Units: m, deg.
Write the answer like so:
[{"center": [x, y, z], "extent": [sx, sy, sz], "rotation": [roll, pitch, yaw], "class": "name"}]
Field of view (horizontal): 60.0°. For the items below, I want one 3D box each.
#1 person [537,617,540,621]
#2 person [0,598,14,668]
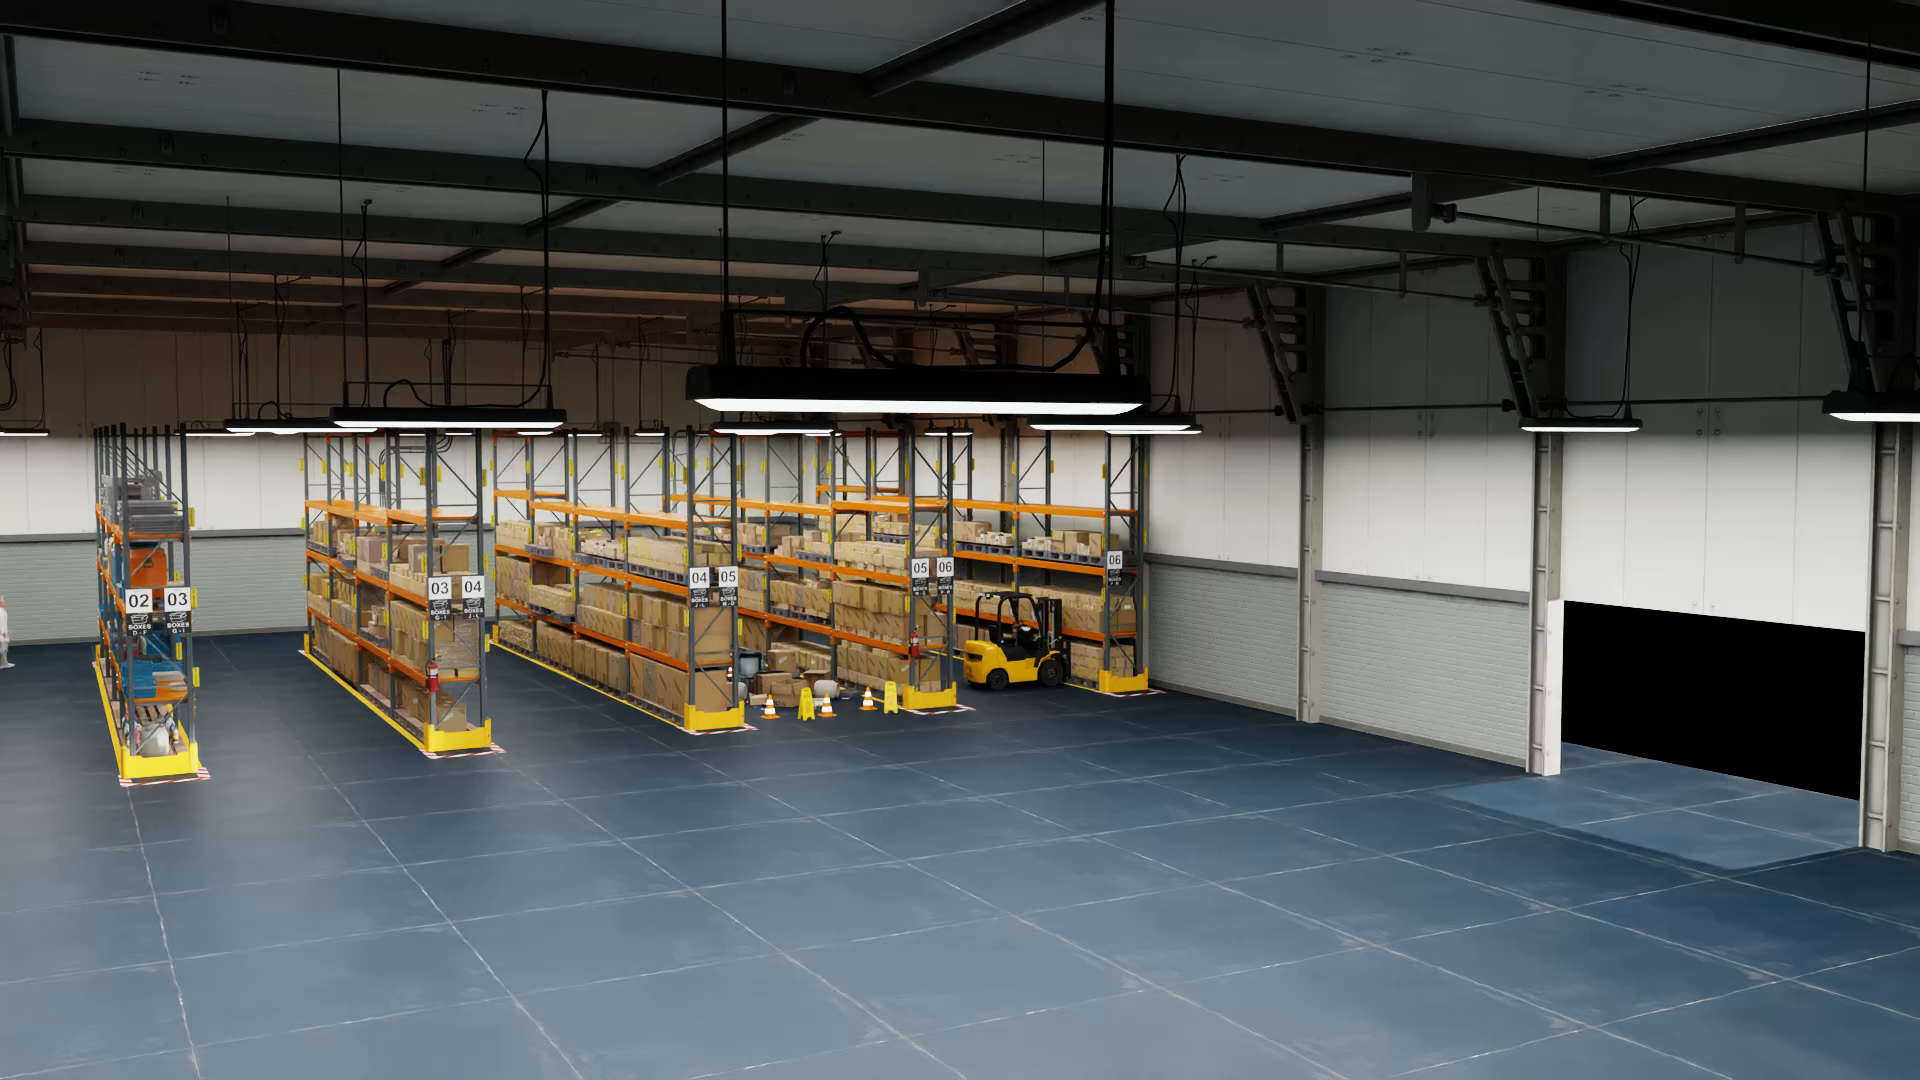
[{"center": [-13.062, 1.747, 51.350], "extent": [0.555, 1.709, 0.583], "rotation": [2, 4, 26], "class": "person"}, {"center": [-23.929, 2.319, 41.305], "extent": [0.608, 1.771, 0.802], "rotation": [3, 5, 43], "class": "person"}]
